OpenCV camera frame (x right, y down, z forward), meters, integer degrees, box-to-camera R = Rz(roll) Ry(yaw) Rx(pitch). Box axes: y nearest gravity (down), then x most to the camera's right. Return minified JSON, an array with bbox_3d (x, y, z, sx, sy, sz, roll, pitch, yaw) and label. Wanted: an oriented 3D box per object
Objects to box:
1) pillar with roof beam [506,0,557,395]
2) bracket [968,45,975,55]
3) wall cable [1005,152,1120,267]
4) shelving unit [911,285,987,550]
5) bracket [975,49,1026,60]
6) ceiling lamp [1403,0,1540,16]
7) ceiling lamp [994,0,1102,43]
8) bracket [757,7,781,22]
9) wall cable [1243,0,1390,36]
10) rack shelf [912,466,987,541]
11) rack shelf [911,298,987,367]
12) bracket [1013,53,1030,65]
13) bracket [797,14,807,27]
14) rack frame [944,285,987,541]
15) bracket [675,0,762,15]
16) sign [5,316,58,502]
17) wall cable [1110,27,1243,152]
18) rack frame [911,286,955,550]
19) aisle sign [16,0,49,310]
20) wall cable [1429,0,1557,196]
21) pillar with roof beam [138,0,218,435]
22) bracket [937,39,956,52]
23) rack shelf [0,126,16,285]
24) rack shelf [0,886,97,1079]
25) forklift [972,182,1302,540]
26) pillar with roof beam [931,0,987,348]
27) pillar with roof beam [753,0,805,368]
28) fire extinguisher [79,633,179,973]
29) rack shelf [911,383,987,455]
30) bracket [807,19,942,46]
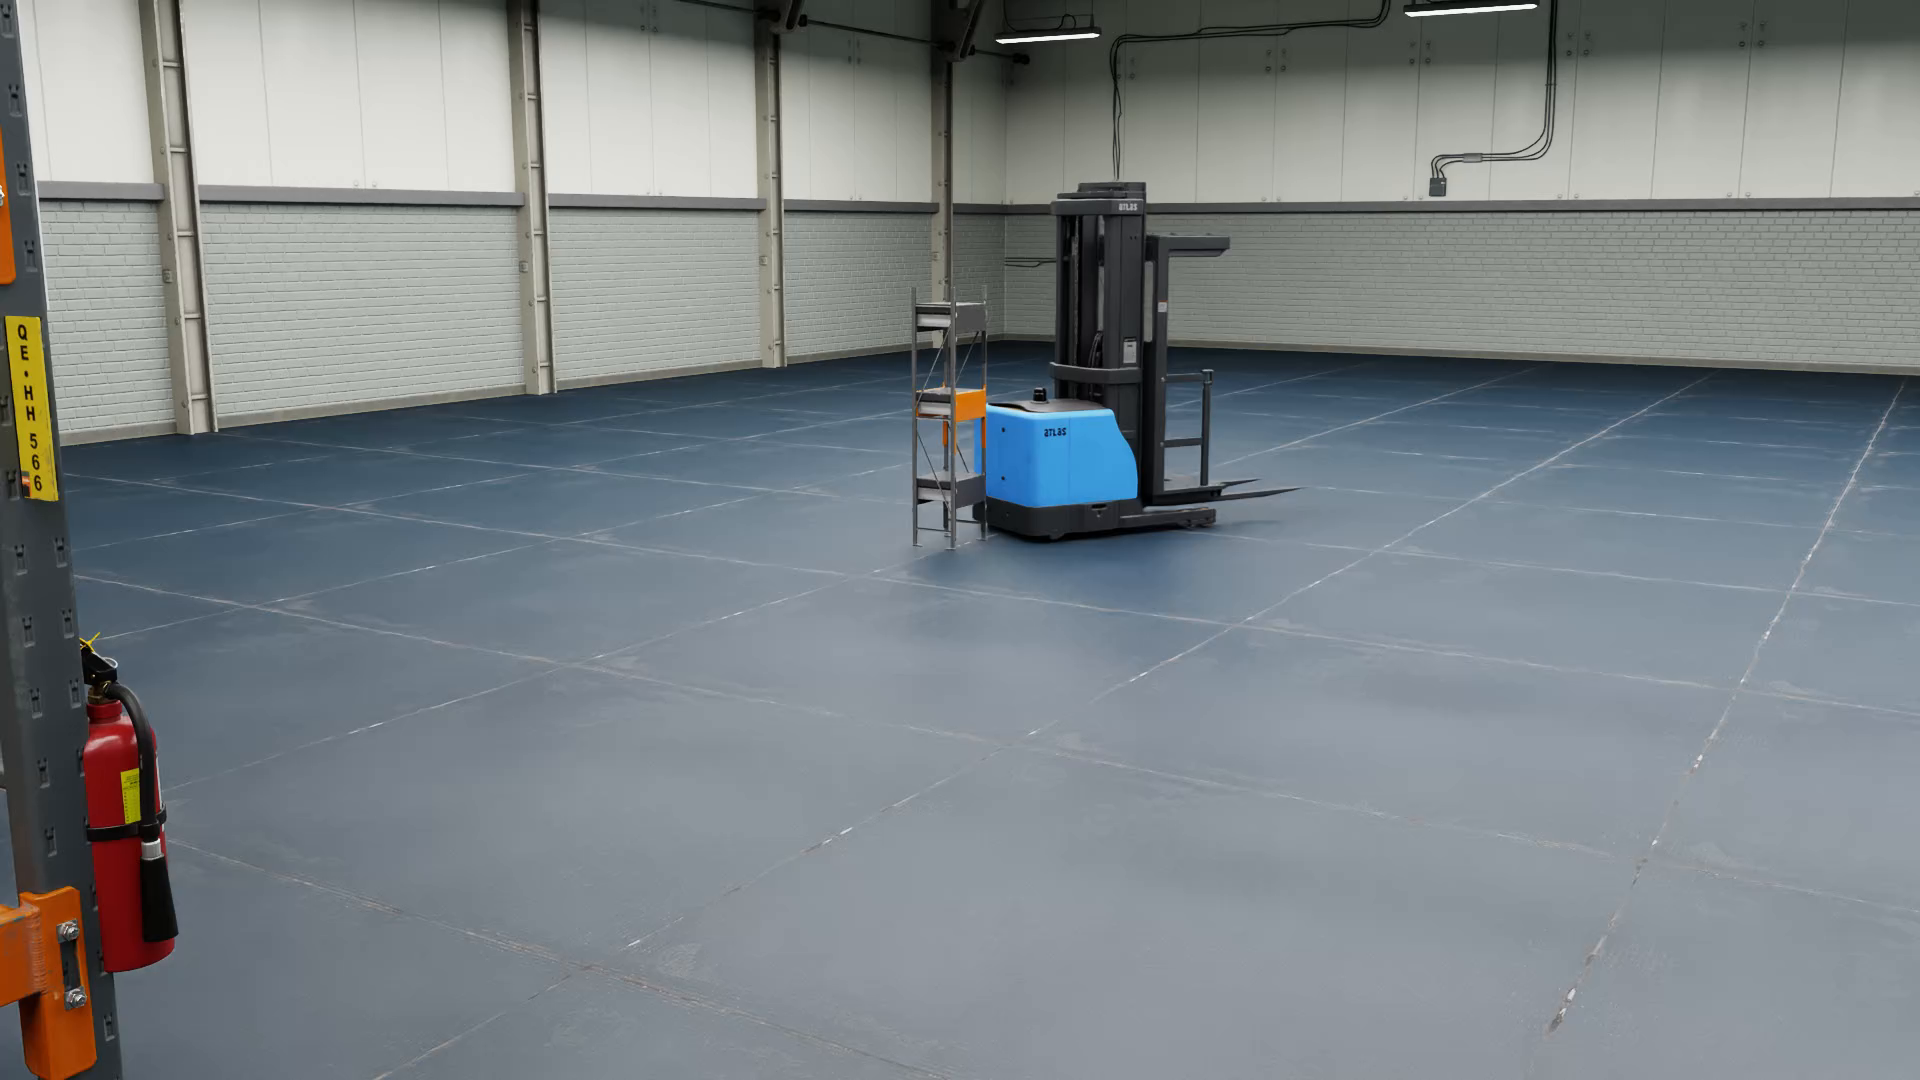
[{"bbox_3d":[-2.935,-6.330,23.226,9.100,9.000,0.400,6,12,31],"label":"pillar with roof beam"},{"bbox_3d":[0.135,-10.429,35.340,0.235,0.232,0.430,6,12,31],"label":"bracket"},{"bbox_3d":[2.275,-7.439,37.589,3.097,2.526,0.112,6,12,31],"label":"wall cable"},{"bbox_3d":[-0.086,-1.006,13.536,0.431,2.100,0.503,6,12,31],"label":"shelving unit"},{"bbox_3d":[1.058,-10.709,36.834,0.076,0.066,3.189,6,12,31],"label":"bracket"},{"bbox_3d":[7.985,-9.730,25.525,2.000,3.185,0.800,6,12,31],"label":"ceiling lamp"},{"bbox_3d":[1.669,-10.436,29.296,2.000,3.185,0.800,6,12,31],"label":"ceiling lamp"},{"bbox_3d":[-3.411,-9.355,29.602,0.235,0.232,0.430,6,12,31],"label":"bracket"},{"bbox_3d":[7.232,-11.603,33.746,3.097,2.526,0.112,6,12,31],"label":"wall cable"},{"bbox_3d":[-0.086,-0.305,13.668,0.431,0.518,0.480,6,12,31],"label":"rack shelf"},{"bbox_3d":[-0.086,-1.681,13.410,0.431,0.518,0.480,6,12,31],"label":"rack shelf"},{"bbox_3d":[1.365,-10.802,37.331,0.235,0.232,0.430,6,12,31],"label":"bracket"},{"bbox_3d":[-2.981,-9.485,30.299,0.235,0.232,0.430,6,12,31],"label":"bracket"},{"bbox_3d":[0.041,-1.044,13.741,0.400,2.100,0.015,6,12,31],"label":"rack frame"},{"bbox_3d":[-4.749,-8.950,27.438,0.076,0.066,4.783,6,12,31],"label":"bracket"},{"bbox_3d":[-1.650,-0.233,2.956,0.100,0.325,0.005,6,12,31],"label":"sign"},{"bbox_3d":[4.587,-9.663,35.744,3.097,2.526,0.112,6,12,31],"label":"wall cable"},{"bbox_3d":[-0.213,-0.968,13.331,0.400,2.100,0.015,6,12,31],"label":"rack frame"},{"bbox_3d":[-1.825,-0.823,3.051,0.394,0.787,0.004,6,12,31],"label":"aisle sign"},{"bbox_3d":[10.381,-9.728,32.133,2.305,6.003,0.169,6,12,31],"label":"wall cable"},{"bbox_3d":[-6.050,-5.386,18.185,9.100,9.000,0.400,6,12,31],"label":"pillar with roof beam"},{"bbox_3d":[-0.296,-10.299,34.642,0.235,0.232,0.430,6,12,31],"label":"bracket"},{"bbox_3d":[-3.152,-0.371,1.501,1.077,0.370,4.000,6,12,31],"label":"rack shelf"},{"bbox_3d":[-3.152,1.104,1.777,1.077,0.370,4.000,6,12,31],"label":"rack shelf"},{"bbox_3d":[1.646,-1.614,14.526,3.031,2.935,1.130,-6,12,-29],"label":"forklift"},{"bbox_3d":[3.295,-8.217,33.307,9.100,9.000,0.548,6,12,31],"label":"pillar with roof beam"},{"bbox_3d":[0.180,-7.274,28.266,9.100,9.000,0.548,6,12,31],"label":"pillar with roof beam"},{"bbox_3d":[-1.661,0.499,3.259,0.296,0.674,0.183,6,12,31],"label":"fire extinguisher"},{"bbox_3d":[-0.086,-0.993,13.539,0.431,0.518,0.480,6,12,31],"label":"rack shelf"},{"bbox_3d":[-1.634,-9.893,32.478,0.076,0.066,4.783,6,12,31],"label":"bracket"}]
